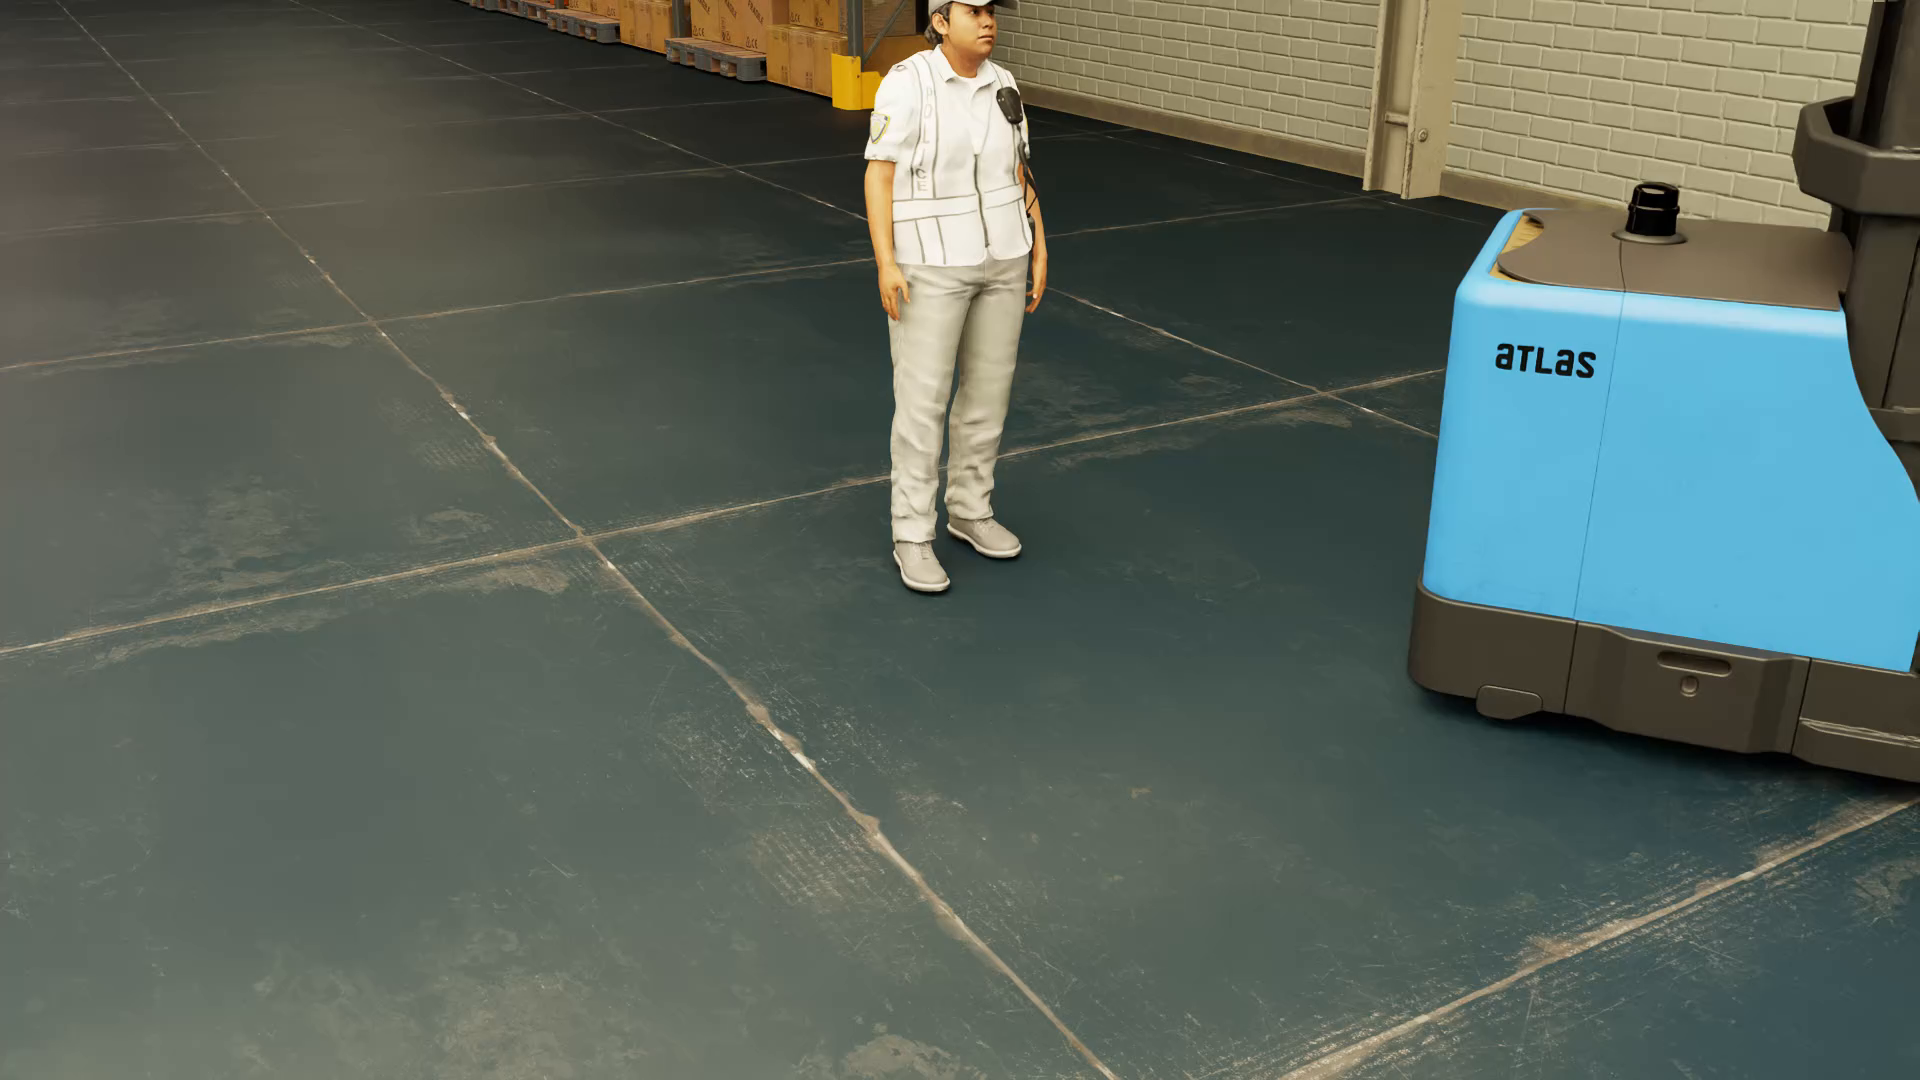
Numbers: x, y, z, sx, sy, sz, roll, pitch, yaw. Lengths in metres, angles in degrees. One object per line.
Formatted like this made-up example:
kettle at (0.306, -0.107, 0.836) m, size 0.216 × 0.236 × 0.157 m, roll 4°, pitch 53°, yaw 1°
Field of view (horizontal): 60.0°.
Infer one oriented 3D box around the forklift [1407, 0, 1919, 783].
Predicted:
forklift at (2.678, -0.890, 3.443) m, size 3.031 × 2.935 × 1.130 m, roll 9°, pitch 24°, yaw 21°

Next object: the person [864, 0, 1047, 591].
person at (0.019, -0.749, 4.744) m, size 0.599 × 1.670 × 0.529 m, roll -12°, pitch 25°, yaw -28°
